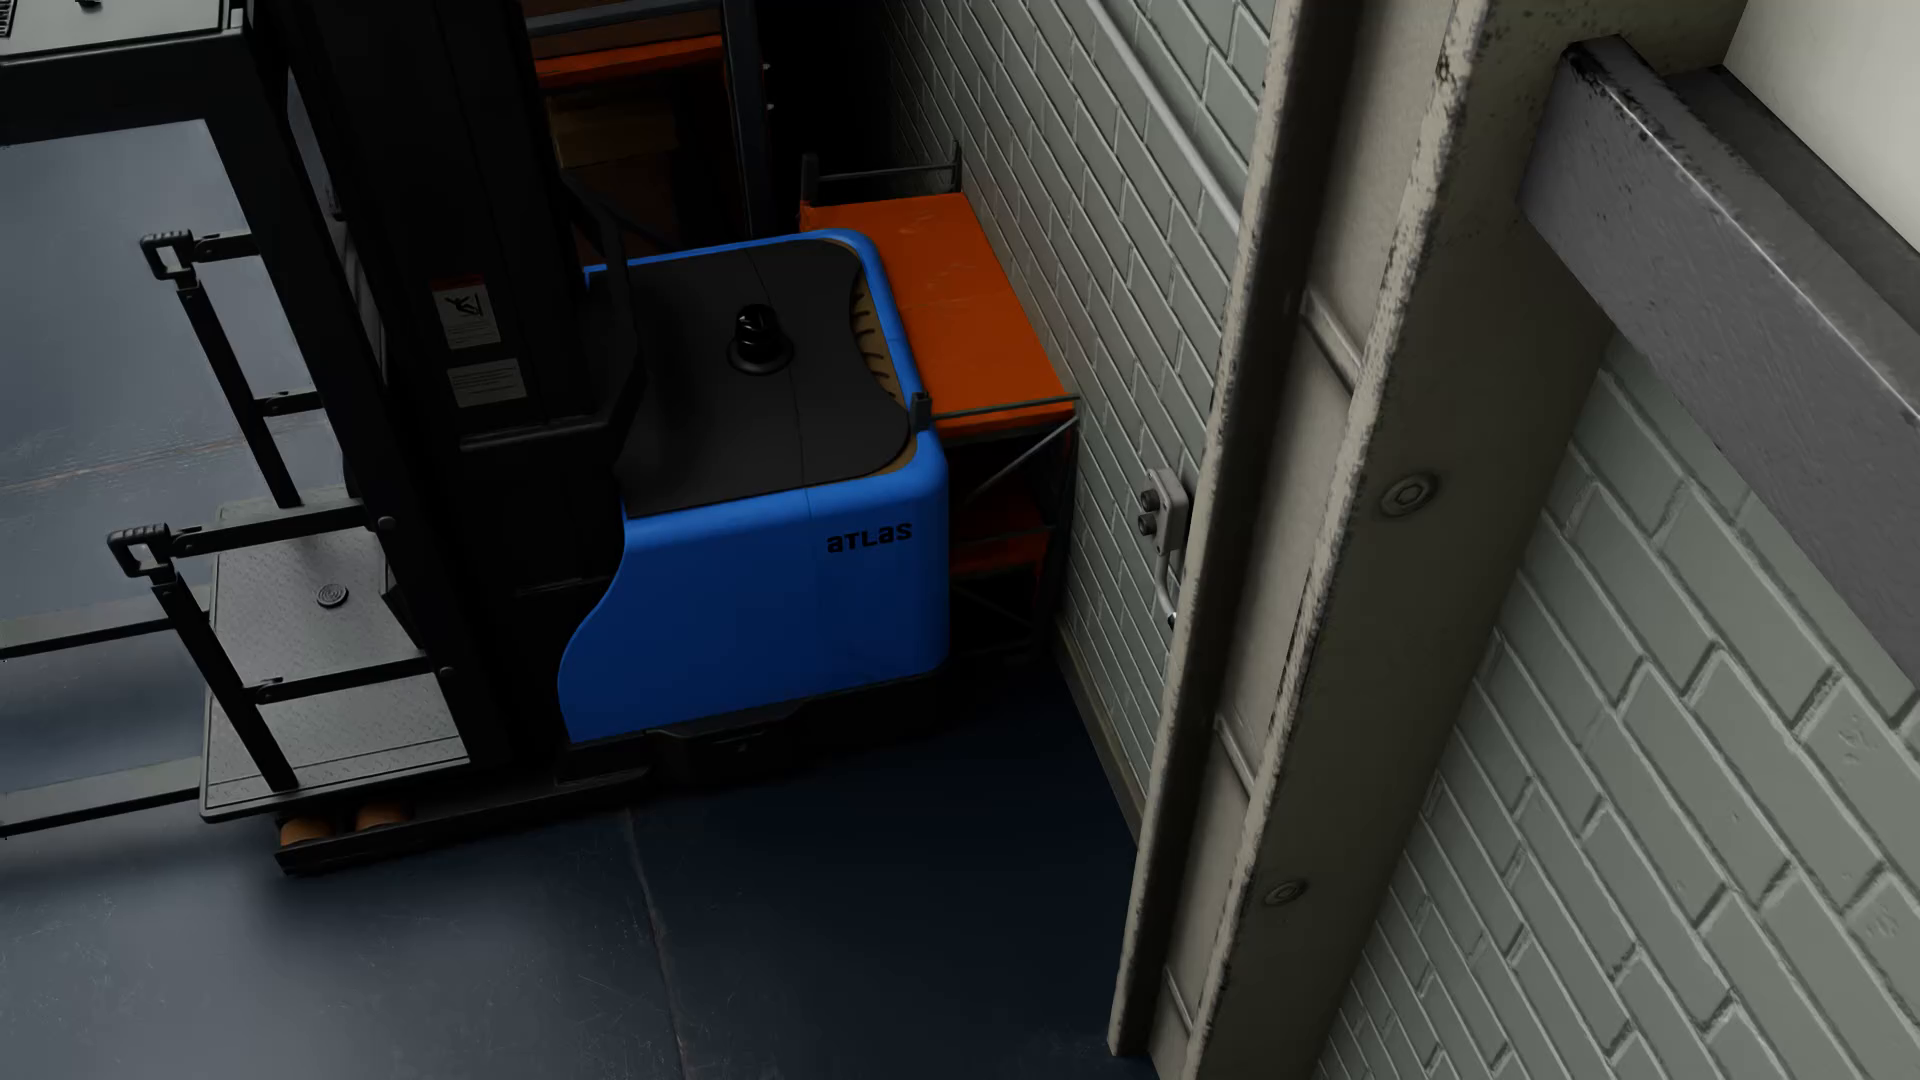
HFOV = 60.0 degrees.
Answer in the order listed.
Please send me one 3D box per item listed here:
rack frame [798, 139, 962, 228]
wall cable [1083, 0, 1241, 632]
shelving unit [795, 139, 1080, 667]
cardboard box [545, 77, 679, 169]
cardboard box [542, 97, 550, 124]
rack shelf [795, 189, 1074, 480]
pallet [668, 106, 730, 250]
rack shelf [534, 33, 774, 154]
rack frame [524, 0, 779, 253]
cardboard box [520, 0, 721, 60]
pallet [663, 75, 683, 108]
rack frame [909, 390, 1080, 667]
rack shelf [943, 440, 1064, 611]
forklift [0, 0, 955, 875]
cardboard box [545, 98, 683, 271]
[{"bbox_3d":[-0.264,-0.723,5.114,0.500,1.125,0.032,-10,49,-17],"label":"rack frame"},{"bbox_3d":[0.231,-0.986,3.455,0.084,1.984,1.851,-13,51,-11],"label":"wall cable"},{"bbox_3d":[-0.101,-0.361,4.796,0.538,1.125,1.048,-10,49,-17],"label":"shelving unit"},{"bbox_3d":[-1.125,-1.362,5.372,0.380,0.149,0.250,-13,51,-11],"label":"cardboard box"},{"bbox_3d":[-1.565,-1.460,5.455,0.380,0.149,0.250,-14,51,-11],"label":"cardboard box"},{"bbox_3d":[-0.068,-0.561,4.585,0.538,0.278,1.000,-10,49,-17],"label":"rack shelf"},{"bbox_3d":[-1.362,-1.048,5.995,1.003,0.211,1.213,-13,51,-11],"label":"pallet"},{"bbox_3d":[-1.642,-2.609,5.958,1.077,0.370,4.000,-13,51,-11],"label":"rack shelf"},{"bbox_3d":[-1.051,-1.380,4.452,1.000,3.000,0.127,-13,51,-11],"label":"rack frame"},{"bbox_3d":[-1.211,-1.847,4.649,0.980,0.700,0.700,-11,51,-9],"label":"cardboard box"},{"bbox_3d":[-1.719,-1.937,6.745,1.003,0.211,1.213,-13,51,-11],"label":"pallet"},{"bbox_3d":[0.061,0.001,4.478,0.500,1.125,0.032,-10,49,-17],"label":"rack frame"},{"bbox_3d":[-0.128,-0.194,4.972,0.538,0.278,1.000,-10,49,-17],"label":"rack shelf"},{"bbox_3d":[-1.588,-0.502,3.756,3.031,2.935,1.130,-11,51,-9],"label":"forklift"},{"bbox_3d":[-1.353,-1.199,5.659,0.700,0.500,0.500,-13,51,-11],"label":"cardboard box"}]
